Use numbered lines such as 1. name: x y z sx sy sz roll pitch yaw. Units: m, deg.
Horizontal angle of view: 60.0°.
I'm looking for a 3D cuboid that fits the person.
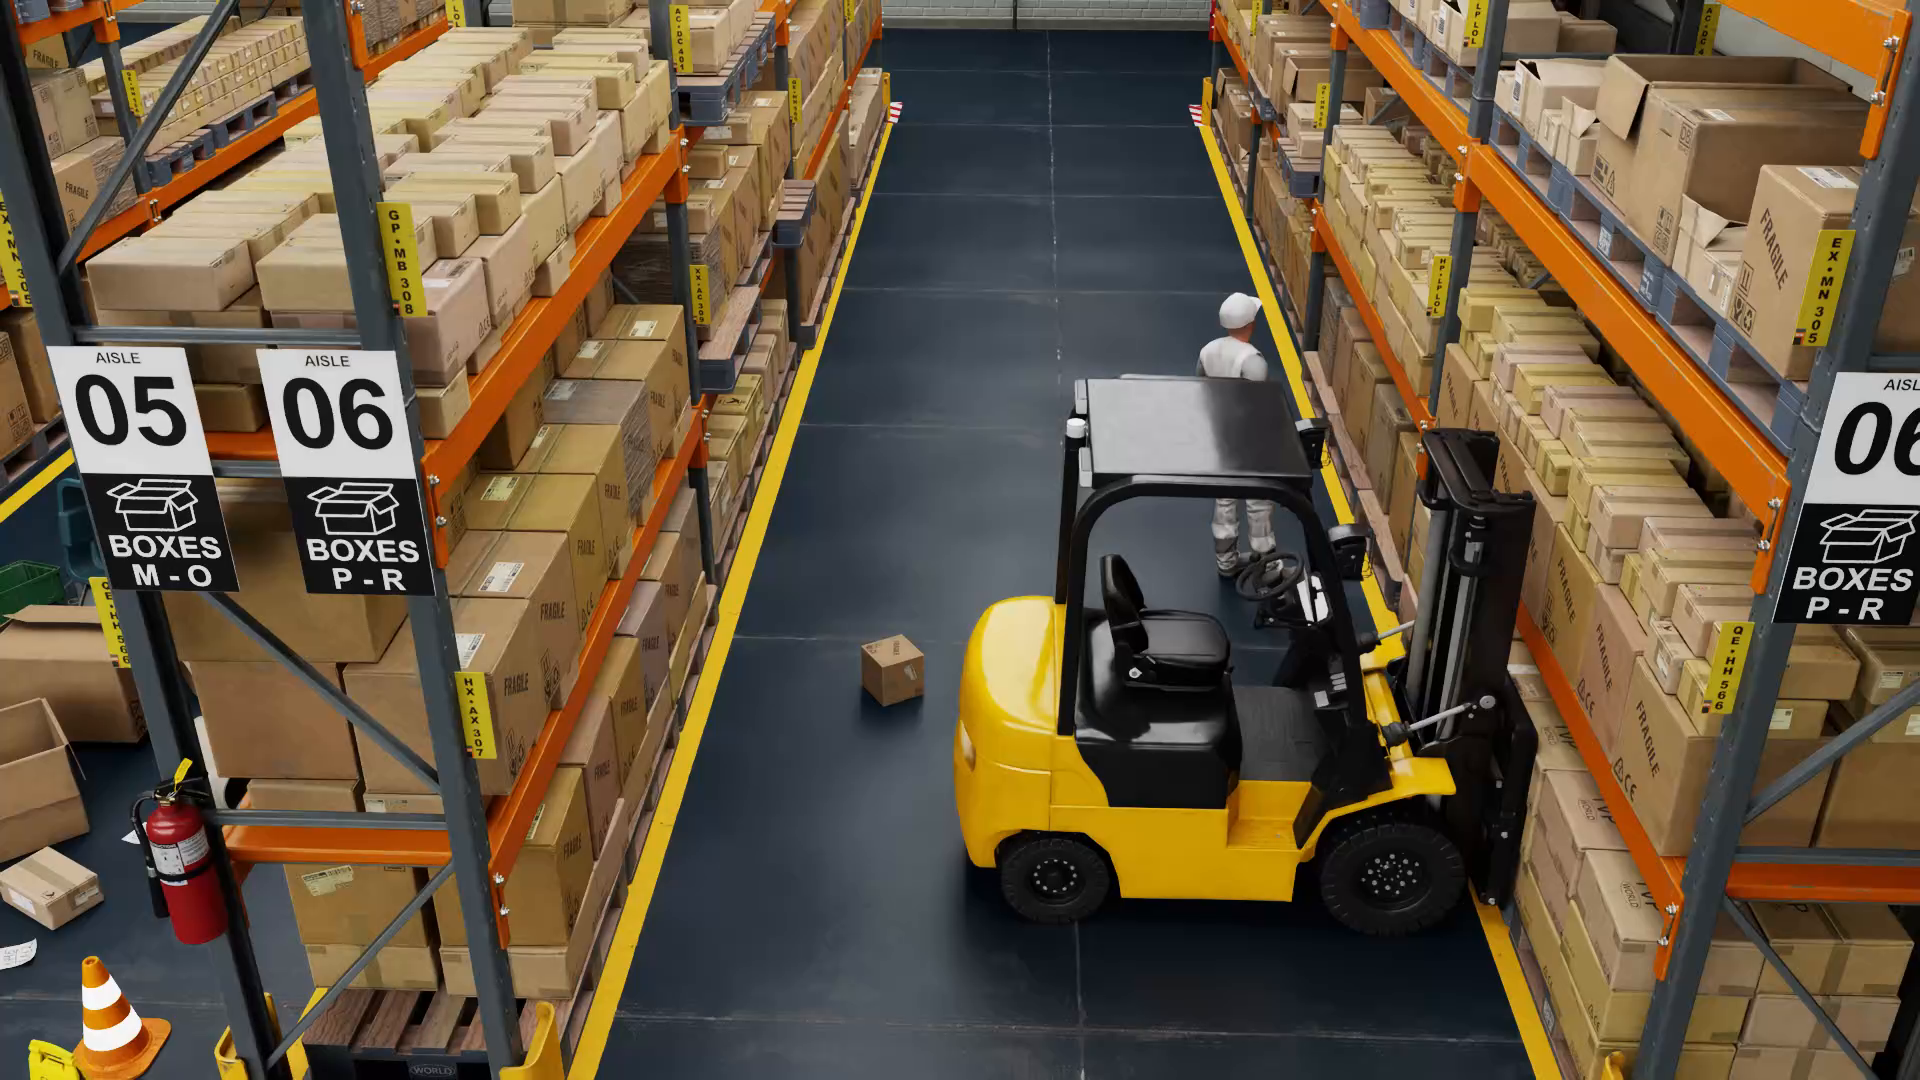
1. person: 1.696 -0.599 9.714 0.566 1.787 0.637 -17 32 -30
